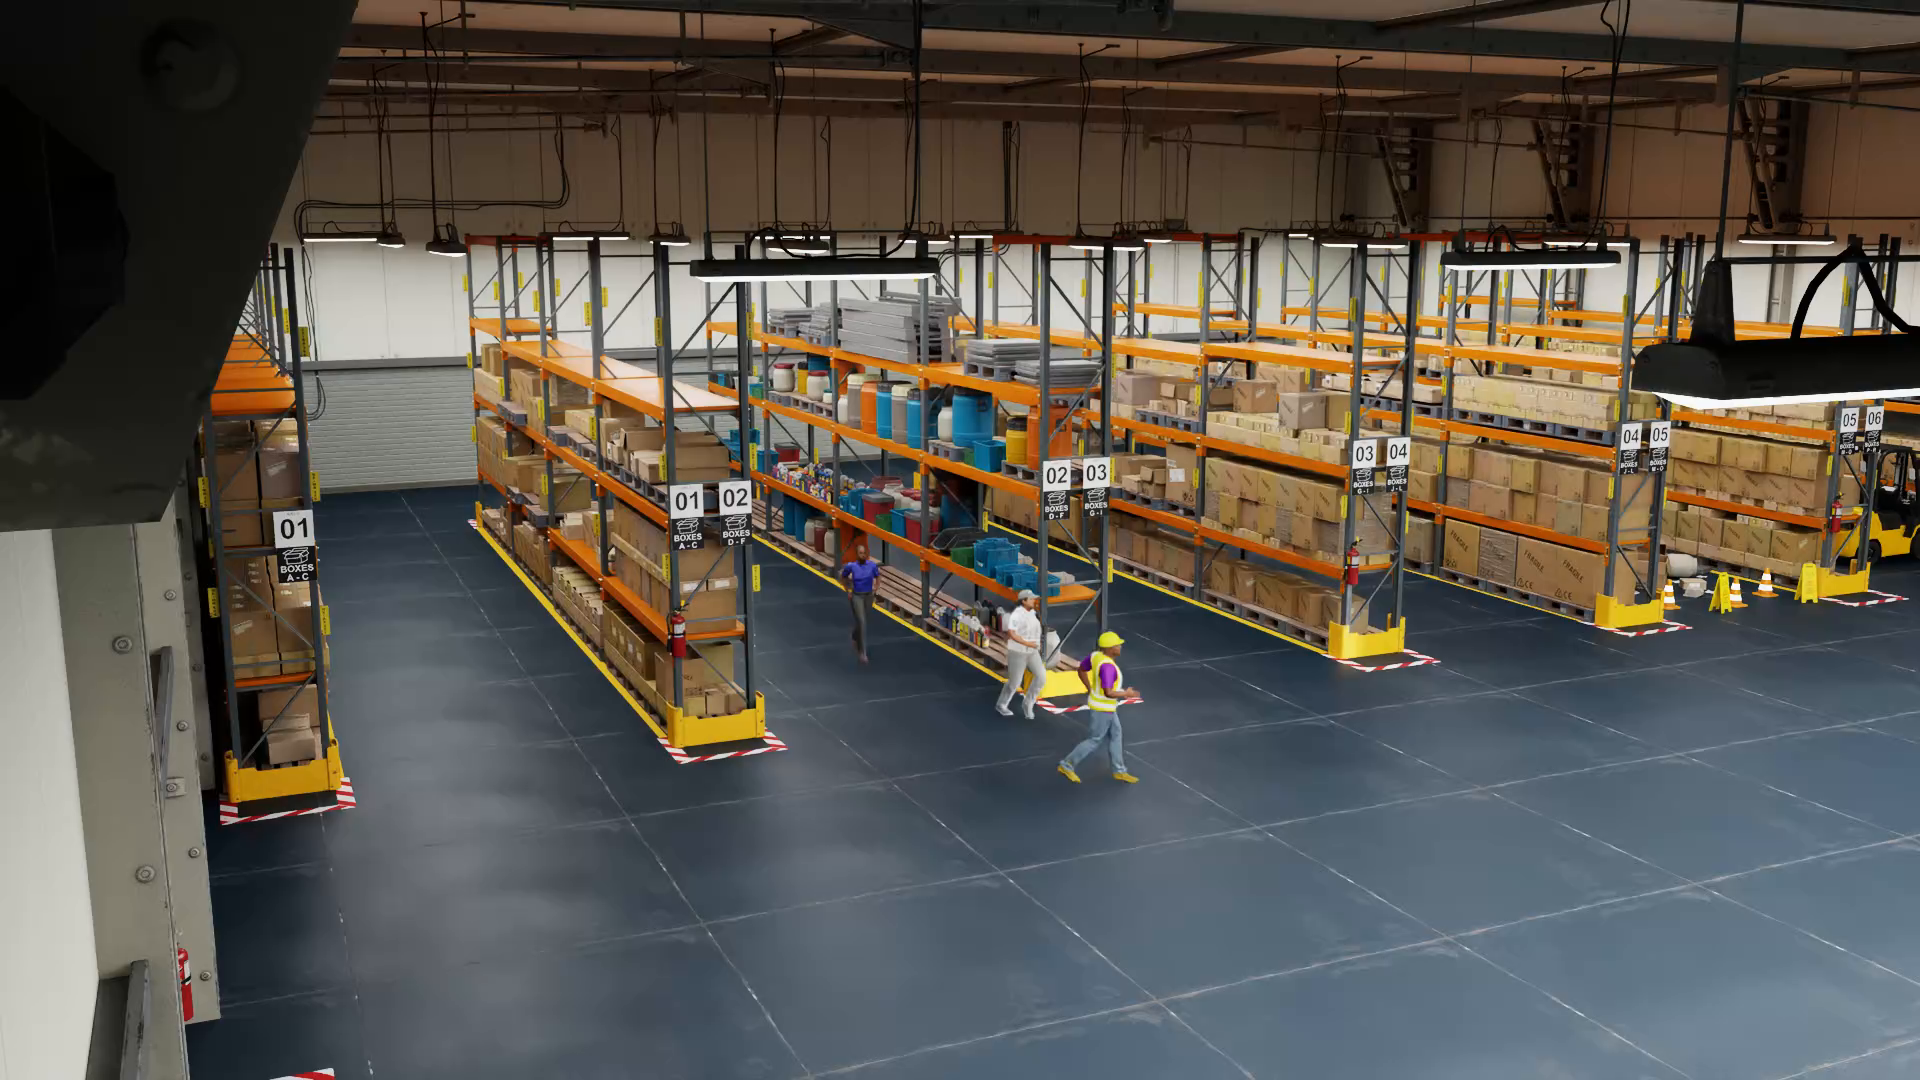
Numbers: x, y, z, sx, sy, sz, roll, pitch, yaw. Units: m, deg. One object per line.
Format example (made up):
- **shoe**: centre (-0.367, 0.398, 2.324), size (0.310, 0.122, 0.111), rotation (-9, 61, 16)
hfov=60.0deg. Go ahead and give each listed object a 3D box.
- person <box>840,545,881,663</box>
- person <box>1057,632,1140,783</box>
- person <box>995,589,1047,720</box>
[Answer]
- **person**: centre (-1.438, 0.883, 24.244), size (0.575, 1.693, 0.812), rotation (-5, 12, -25)
- **person**: centre (1.567, 1.902, 18.657), size (0.949, 1.777, 0.664), rotation (0, 11, -2)
- **person**: centre (0.840, 1.465, 21.342), size (0.627, 1.685, 0.673), rotation (9, 14, 39)
